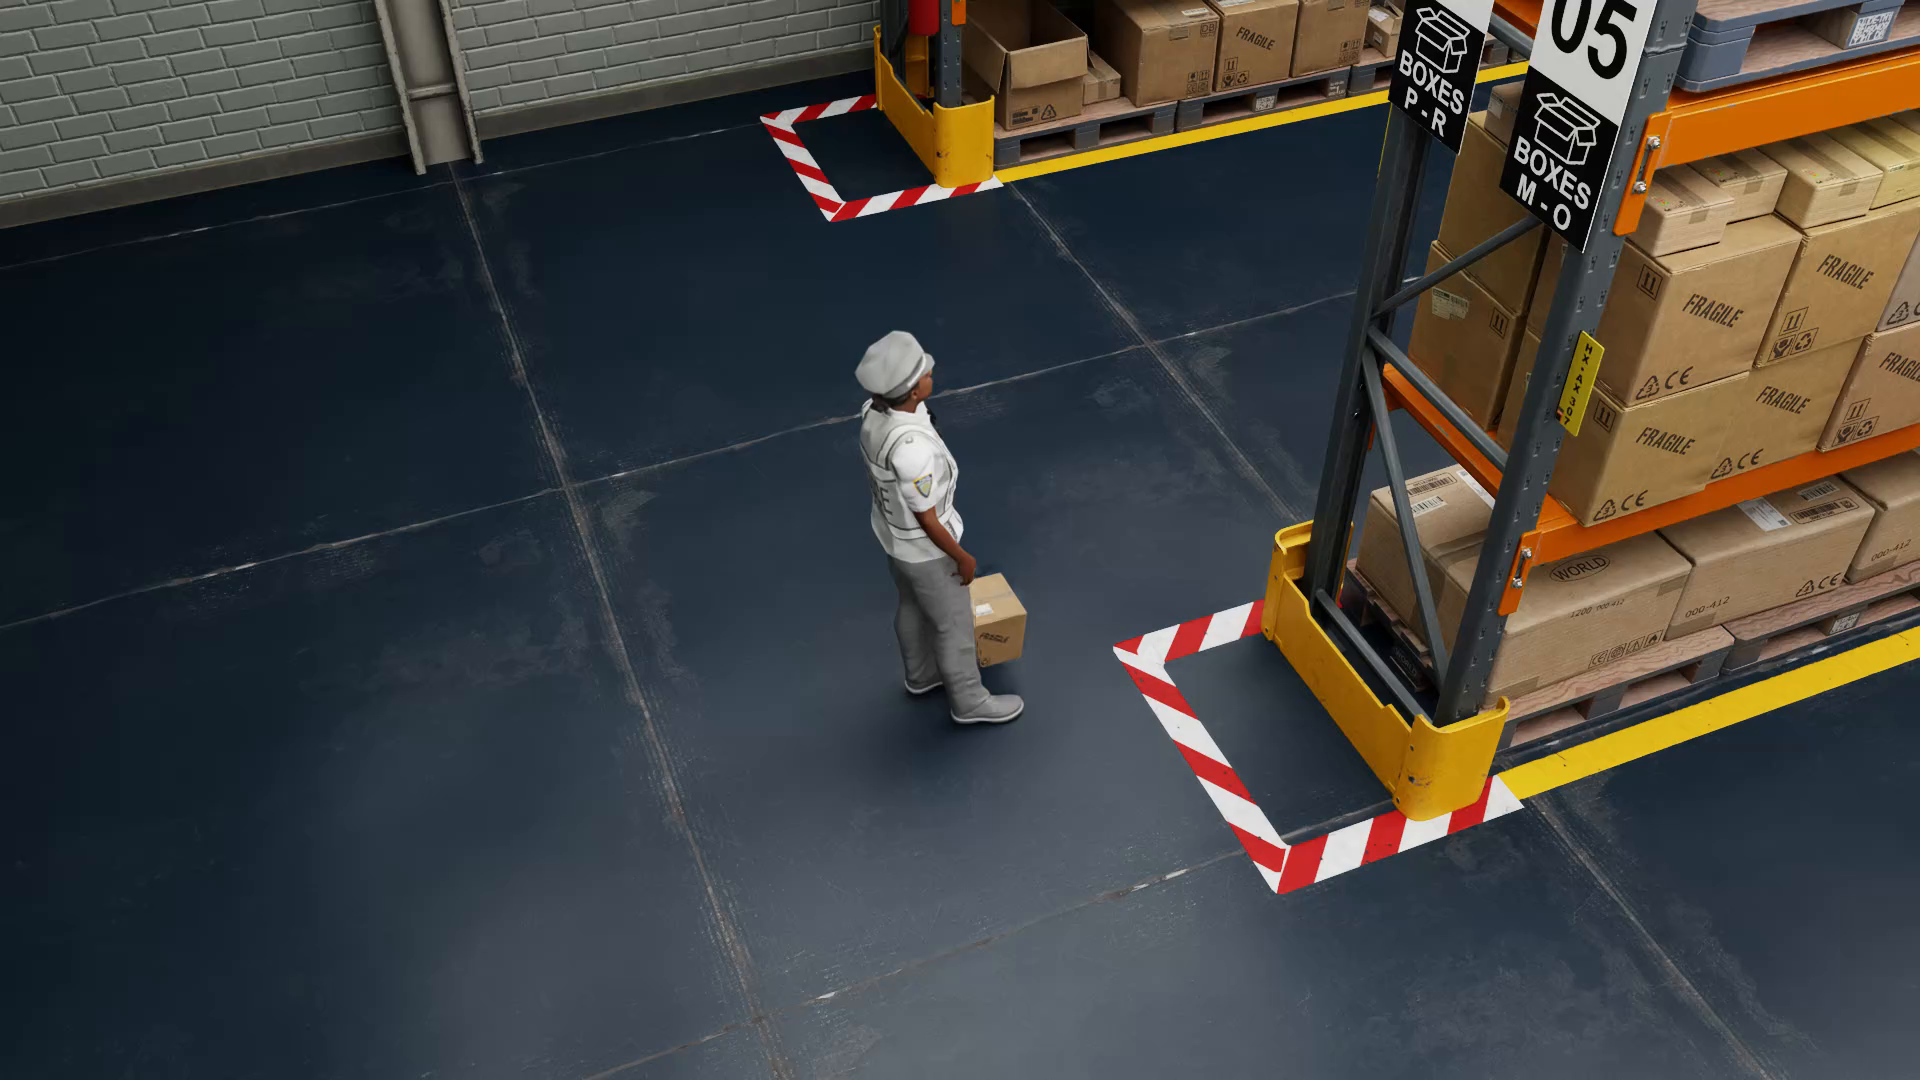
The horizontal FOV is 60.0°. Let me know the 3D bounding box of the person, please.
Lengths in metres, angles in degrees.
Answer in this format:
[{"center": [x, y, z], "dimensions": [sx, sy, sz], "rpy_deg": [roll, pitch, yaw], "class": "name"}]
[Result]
[{"center": [-0.078, -0.036, 6.160], "dimensions": [0.530, 1.697, 0.558], "rpy_deg": [-15, 44, -16], "class": "person"}]
